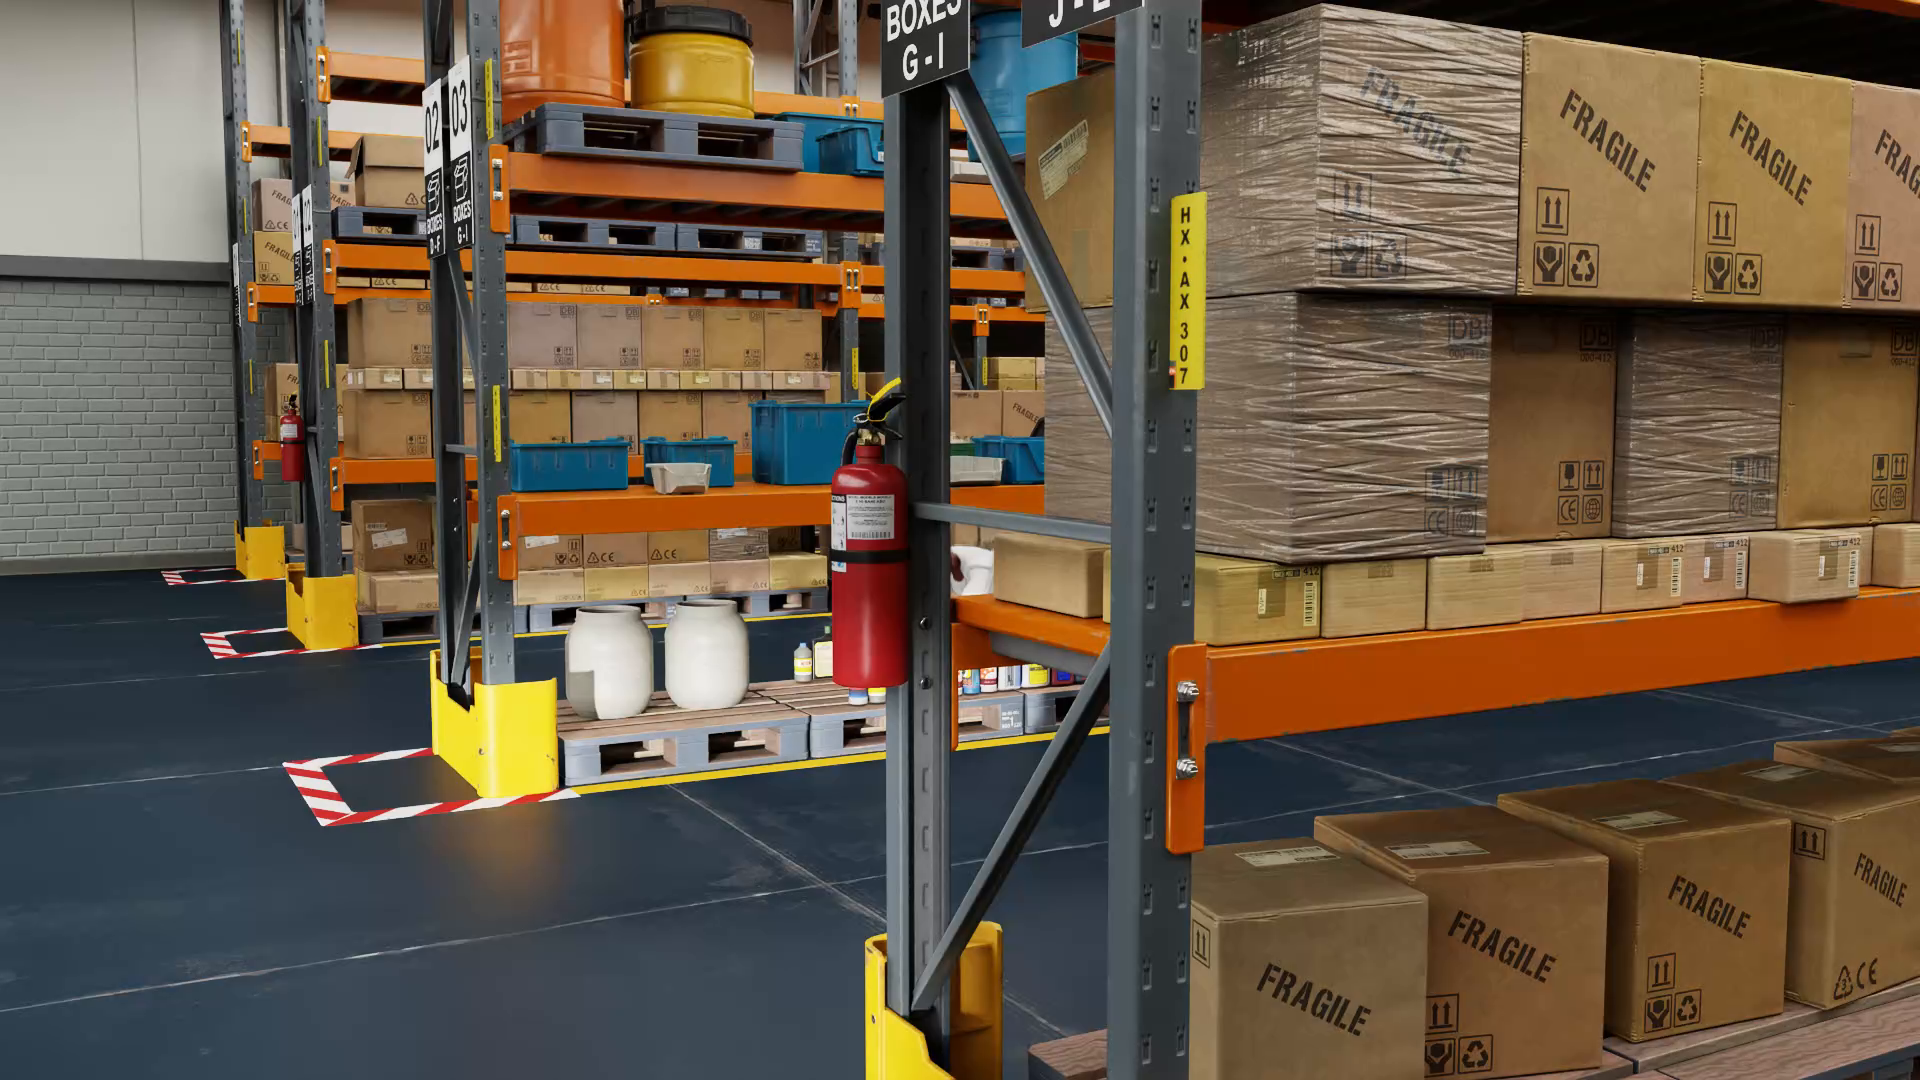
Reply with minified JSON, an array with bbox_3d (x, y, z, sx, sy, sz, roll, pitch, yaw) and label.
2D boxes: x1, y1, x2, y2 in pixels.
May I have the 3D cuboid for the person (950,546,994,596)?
[{"bbox_3d":[0.094,0.413,10.672,0.898,0.890,0.562,-3,6,-29],"label":"person"}]
